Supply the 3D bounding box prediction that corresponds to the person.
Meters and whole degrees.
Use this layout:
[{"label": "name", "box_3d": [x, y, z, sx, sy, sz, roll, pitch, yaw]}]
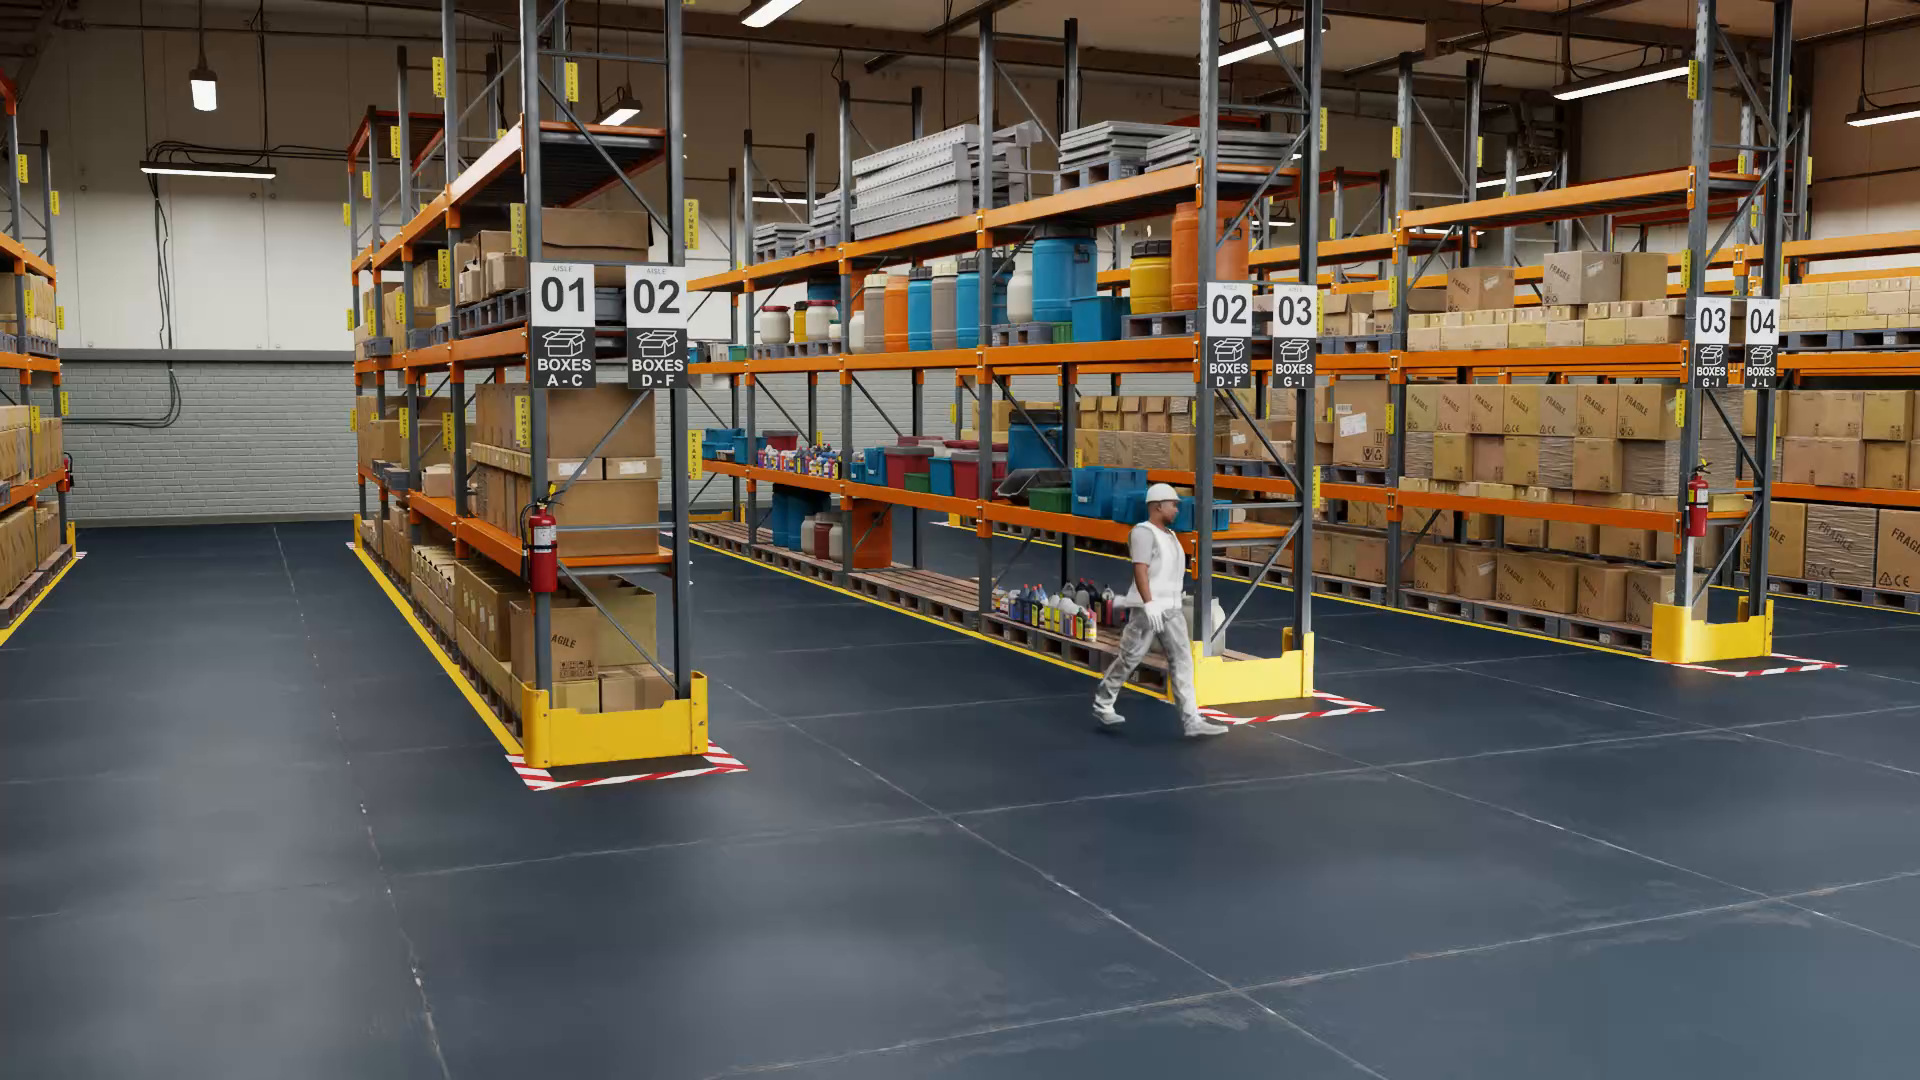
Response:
[{"label": "person", "box_3d": [1.388, 0.482, 11.506, 1.002, 1.733, 0.637, 4, 7, 37]}]
